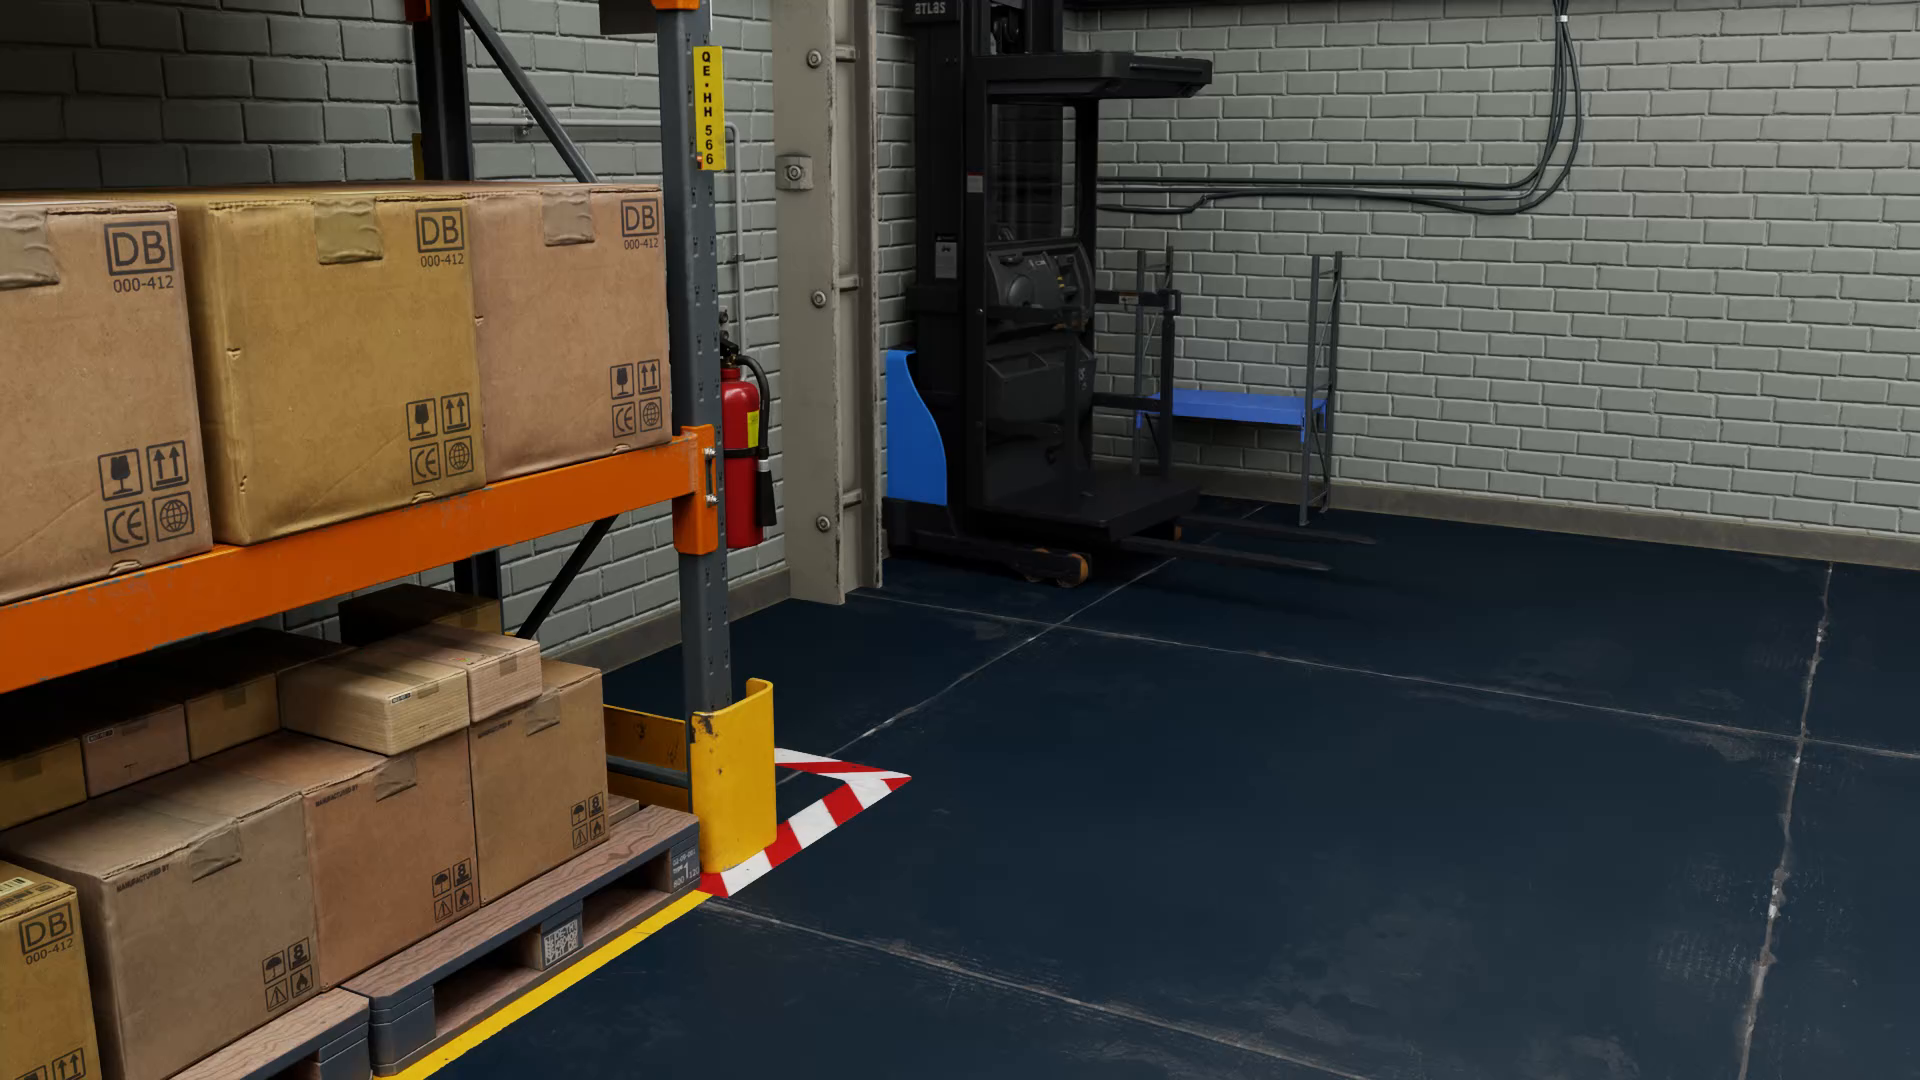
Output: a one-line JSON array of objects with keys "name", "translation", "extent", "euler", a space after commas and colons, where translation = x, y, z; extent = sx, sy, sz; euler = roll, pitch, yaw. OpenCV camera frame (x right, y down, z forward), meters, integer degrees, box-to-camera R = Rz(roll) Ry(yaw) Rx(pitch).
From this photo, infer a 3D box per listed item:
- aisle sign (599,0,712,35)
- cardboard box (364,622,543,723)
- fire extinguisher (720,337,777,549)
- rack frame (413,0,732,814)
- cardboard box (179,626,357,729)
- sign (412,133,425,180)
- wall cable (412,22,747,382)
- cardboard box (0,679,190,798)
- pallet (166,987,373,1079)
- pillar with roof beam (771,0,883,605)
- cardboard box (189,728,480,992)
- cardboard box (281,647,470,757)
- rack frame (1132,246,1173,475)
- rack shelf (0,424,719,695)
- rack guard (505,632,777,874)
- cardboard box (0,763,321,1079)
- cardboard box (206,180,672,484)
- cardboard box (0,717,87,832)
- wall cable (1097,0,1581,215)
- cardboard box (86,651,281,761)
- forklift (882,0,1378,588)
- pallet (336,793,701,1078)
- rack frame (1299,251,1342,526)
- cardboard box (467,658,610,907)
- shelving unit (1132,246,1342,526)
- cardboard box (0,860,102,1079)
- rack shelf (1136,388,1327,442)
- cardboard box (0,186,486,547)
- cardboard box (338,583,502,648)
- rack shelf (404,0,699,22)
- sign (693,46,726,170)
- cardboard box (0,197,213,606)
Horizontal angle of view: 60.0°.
[{"name": "aisle sign", "translation": [-0.855, -1.804, 4.571], "extent": [0.394, 0.787, 0.004], "euler": [7, 15, 28]}, {"name": "cardboard box", "translation": [-1.306, 0.338, 4.286], "extent": [0.380, 0.149, 0.250], "euler": [7, 15, 27]}, {"name": "fire extinguisher", "translation": [-0.676, -0.320, 4.920], "extent": [0.296, 0.674, 0.183], "euler": [7, 15, 28]}, {"name": "rack frame", "translation": [-1.153, -0.560, 4.956], "extent": [1.000, 3.000, 0.127], "euler": [7, 15, 28]}, {"name": "cardboard box", "translation": [-1.762, 0.346, 4.250], "extent": [0.380, 0.149, 0.250], "euler": [7, 15, 28]}, {"name": "sign", "translation": [-1.635, -1.083, 5.111], "extent": [0.100, 0.325, 0.005], "euler": [7, 15, 28]}, {"name": "wall cable", "translation": [-1.362, -1.424, 6.371], "extent": [0.084, 1.984, 1.851], "euler": [7, 15, 28]}, {"name": "cardboard box", "translation": [-2.006, 0.450, 3.820], "extent": [0.380, 0.149, 0.250], "euler": [8, 16, 29]}, {"name": "pallet", "translation": [-2.061, 1.218, 3.531], "extent": [1.003, 0.211, 1.213], "euler": [7, 15, 28]}, {"name": "pillar with roof beam", "translation": [3.164, -3.641, 4.934], "extent": [9.100, 9.000, 0.400], "euler": [7, 15, 28]}, {"name": "cardboard box", "translation": [-1.645, 0.709, 4.131], "extent": [0.700, 0.500, 0.500], "euler": [7, 15, 28]}, {"name": "cardboard box", "translation": [-1.429, 0.390, 4.068], "extent": [0.380, 0.149, 0.250], "euler": [8, 16, 30]}, {"name": "rack frame", "translation": [1.141, -0.971, 9.861], "extent": [0.032, 1.500, 0.500], "euler": [7, 15, 27]}, {"name": "rack shelf", "translation": [-2.119, 0.200, 3.338], "extent": [1.077, 0.370, 4.000], "euler": [7, 15, 28]}, {"name": "rack guard", "translation": [-1.141, 0.650, 5.269], "extent": [1.175, 0.500, 0.348], "euler": [7, 15, 28]}, {"name": "cardboard box", "translation": [-1.888, 0.812, 3.703], "extent": [0.700, 0.500, 0.500], "euler": [7, 15, 26]}, {"name": "cardboard box", "translation": [-1.390, -0.600, 4.482], "extent": [0.980, 0.700, 0.700], "euler": [8, 16, 31]}, {"name": "cardboard box", "translation": [-2.129, 0.503, 3.602], "extent": [0.380, 0.149, 0.250], "euler": [8, 15, 29]}, {"name": "wall cable", "translation": [1.895, -3.087, 9.262], "extent": [3.097, 2.526, 0.112], "euler": [7, 15, 28]}, {"name": "cardboard box", "translation": [-1.884, 0.398, 4.037], "extent": [0.380, 0.149, 0.250], "euler": [8, 15, 29]}, {"name": "forklift", "translation": [0.588, -1.335, 8.318], "extent": [3.031, 2.935, 1.130], "euler": [9, 16, 33]}, {"name": "pallet", "translation": [-1.471, 0.969, 4.565], "extent": [1.003, 0.211, 1.213], "euler": [7, 15, 28]}, {"name": "rack frame", "translation": [2.039, -0.859, 9.398], "extent": [0.032, 1.500, 0.500], "euler": [7, 15, 27]}, {"name": "cardboard box", "translation": [-1.403, 0.606, 4.557], "extent": [0.700, 0.500, 0.500], "euler": [7, 15, 28]}, {"name": "shelving unit", "translation": [1.590, -0.915, 9.630], "extent": [1.048, 1.500, 0.538], "euler": [7, 15, 27]}, {"name": "cardboard box", "translation": [-2.139, 0.922, 3.246], "extent": [0.700, 0.500, 0.500], "euler": [8, 16, 29]}, {"name": "rack shelf", "translation": [1.590, -0.740, 9.672], "extent": [1.000, 0.185, 0.538], "euler": [7, 15, 27]}, {"name": "cardboard box", "translation": [-1.732, -0.449, 3.858], "extent": [0.980, 0.700, 0.700], "euler": [7, 15, 28]}, {"name": "cardboard box", "translation": [-1.518, 0.242, 4.681], "extent": [0.380, 0.149, 0.250], "euler": [7, 15, 28]}, {"name": "rack shelf", "translation": [-2.119, -1.258, 2.987], "extent": [1.077, 0.370, 4.000], "euler": [7, 15, 28]}, {"name": "sign", "translation": [-0.684, -1.174, 4.526], "extent": [0.100, 0.325, 0.005], "euler": [7, 15, 28]}, {"name": "cardboard box", "translation": [-2.109, -0.294, 3.213], "extent": [0.980, 0.700, 0.700], "euler": [7, 15, 25]}]
